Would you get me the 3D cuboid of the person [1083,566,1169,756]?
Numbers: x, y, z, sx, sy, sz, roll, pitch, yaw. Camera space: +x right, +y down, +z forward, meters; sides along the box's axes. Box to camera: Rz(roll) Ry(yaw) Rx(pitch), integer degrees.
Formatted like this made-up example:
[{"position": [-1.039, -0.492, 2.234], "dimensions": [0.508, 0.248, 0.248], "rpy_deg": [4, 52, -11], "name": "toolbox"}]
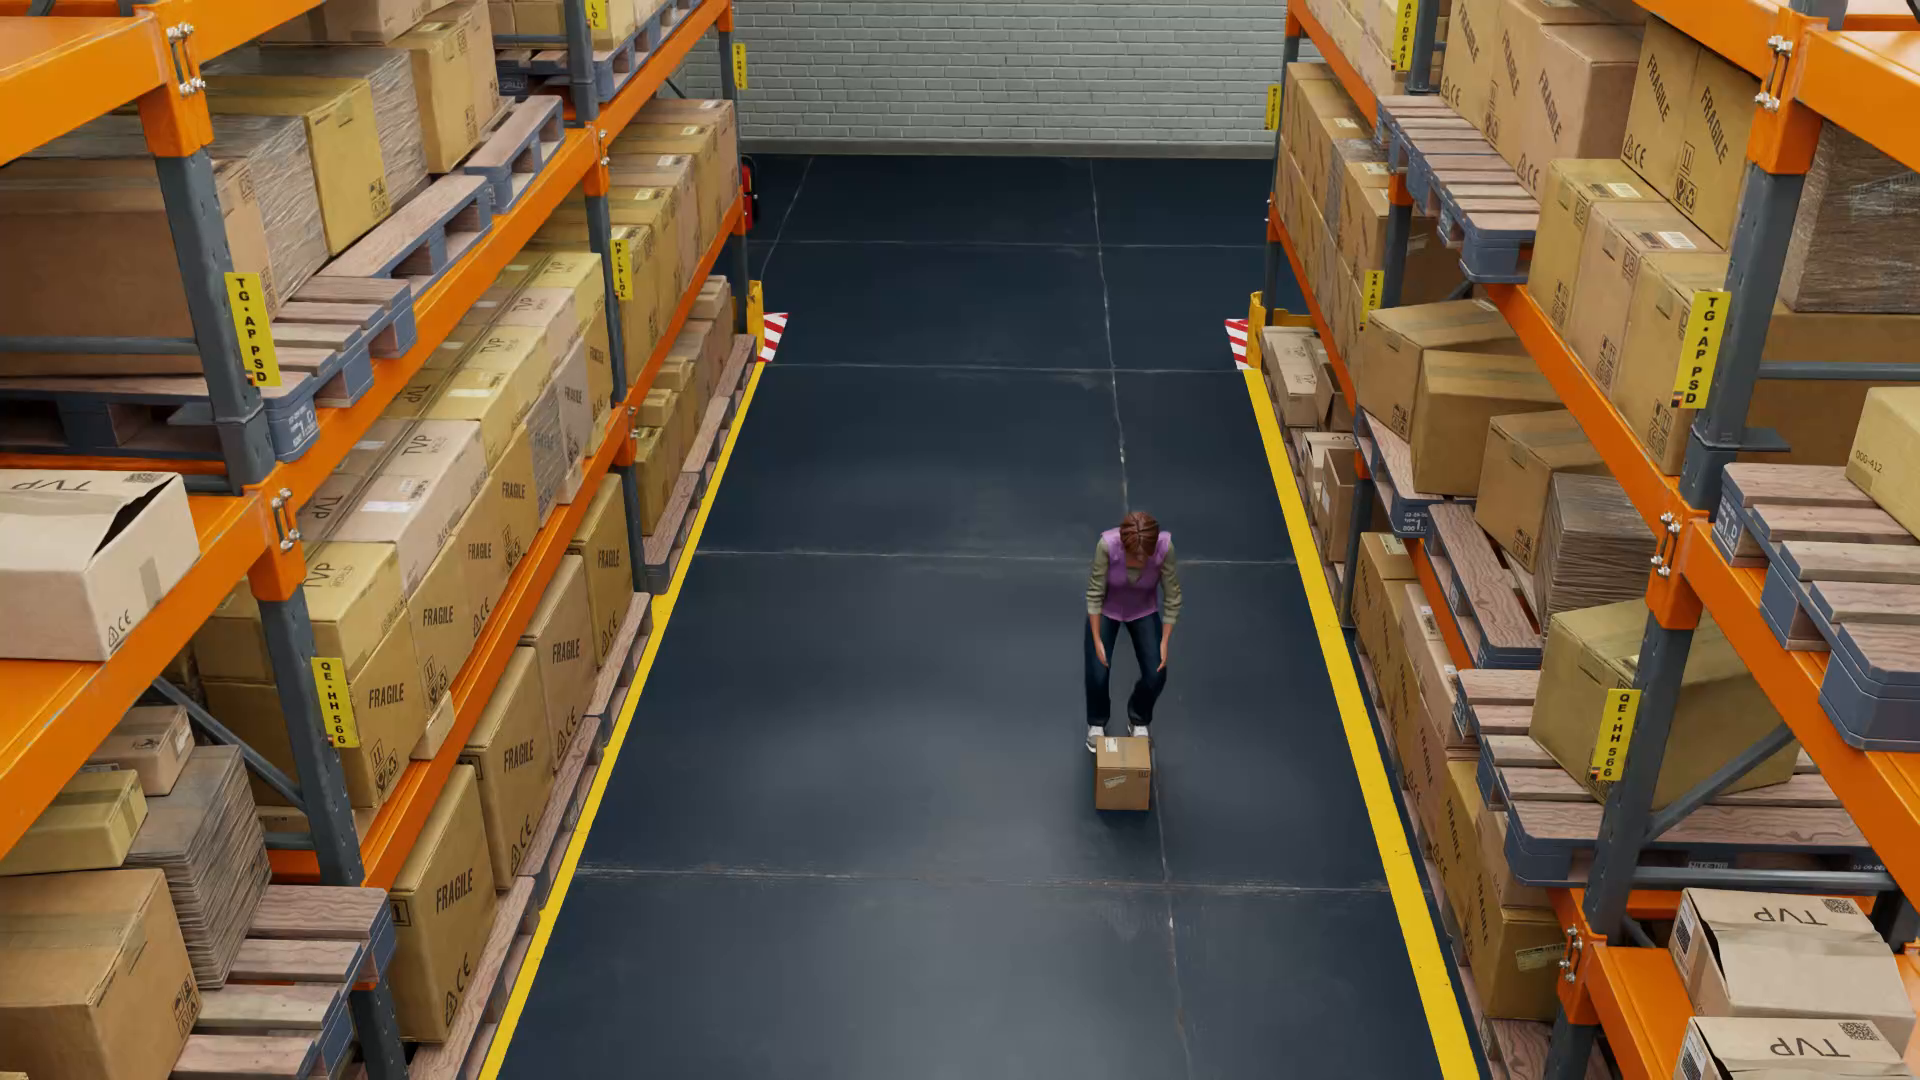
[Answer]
[{"position": [0.800, 0.668, 8.046], "dimensions": [0.399, 0.980, 0.871], "rpy_deg": [0, 28, 0], "name": "person"}]
